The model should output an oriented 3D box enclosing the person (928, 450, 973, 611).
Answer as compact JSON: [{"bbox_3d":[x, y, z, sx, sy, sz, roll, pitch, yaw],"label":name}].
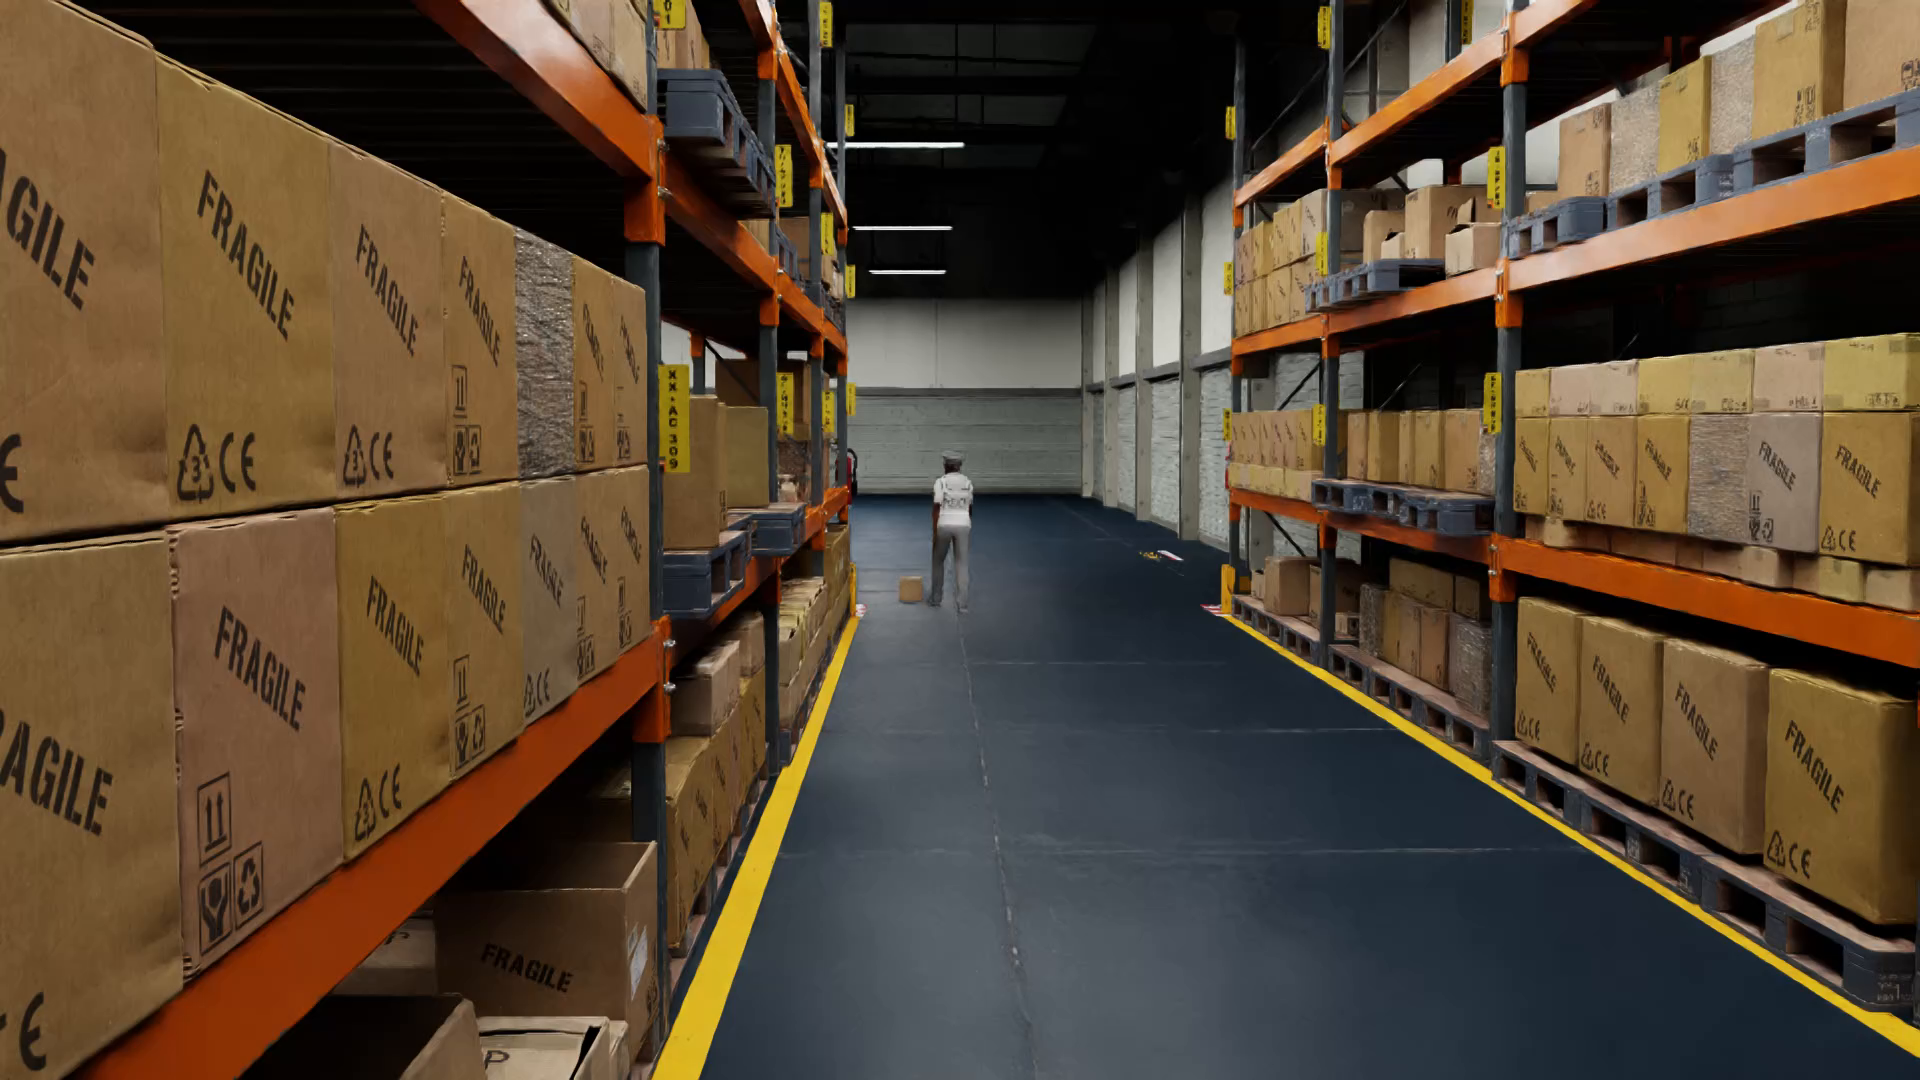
[{"bbox_3d":[-0.087,-0.104,17.259,0.451,1.657,0.792,-1,4,-10],"label":"person"}]
